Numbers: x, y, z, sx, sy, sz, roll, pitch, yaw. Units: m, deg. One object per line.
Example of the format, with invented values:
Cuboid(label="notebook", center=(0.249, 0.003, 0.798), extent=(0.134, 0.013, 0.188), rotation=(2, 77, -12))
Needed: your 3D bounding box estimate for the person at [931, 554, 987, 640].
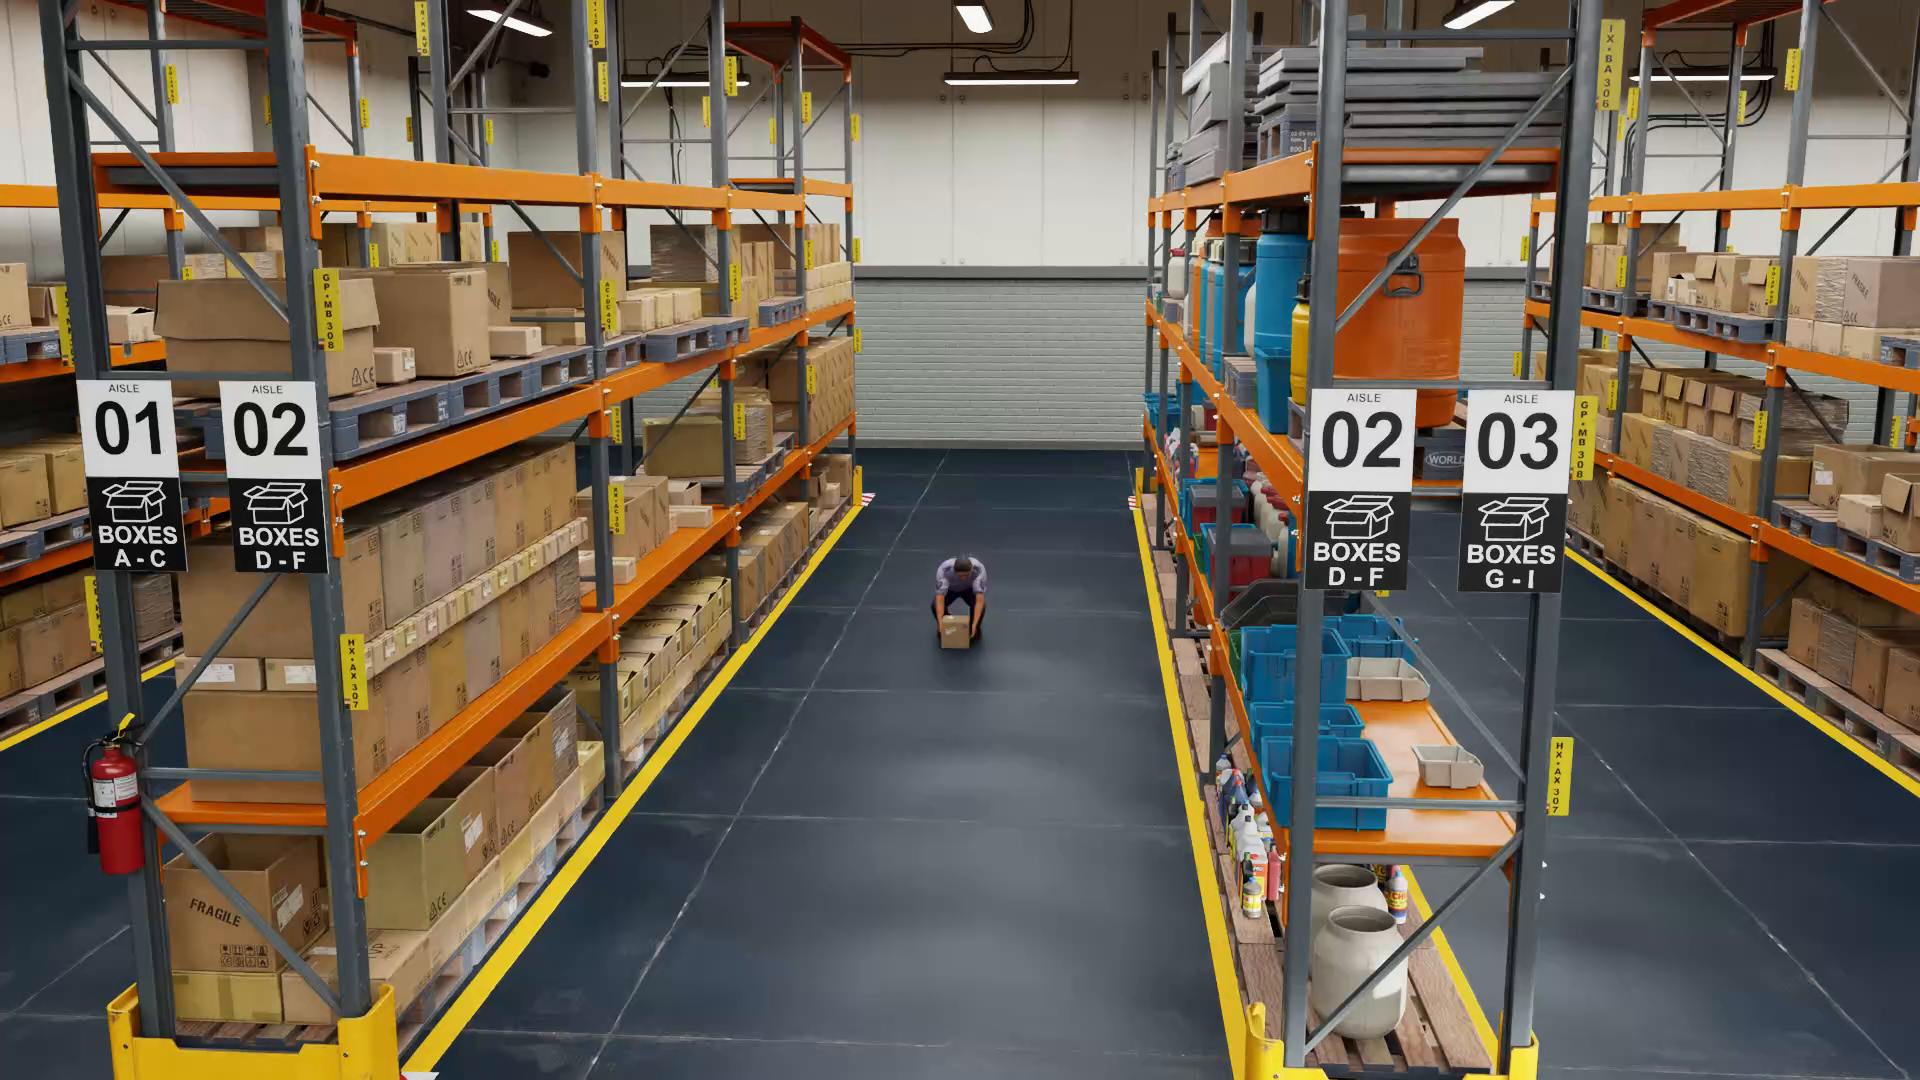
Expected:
Cuboid(label="person", center=(-0.006, 0.502, 15.550), extent=(0.522, 0.830, 0.824), rotation=(1, 11, 4))
